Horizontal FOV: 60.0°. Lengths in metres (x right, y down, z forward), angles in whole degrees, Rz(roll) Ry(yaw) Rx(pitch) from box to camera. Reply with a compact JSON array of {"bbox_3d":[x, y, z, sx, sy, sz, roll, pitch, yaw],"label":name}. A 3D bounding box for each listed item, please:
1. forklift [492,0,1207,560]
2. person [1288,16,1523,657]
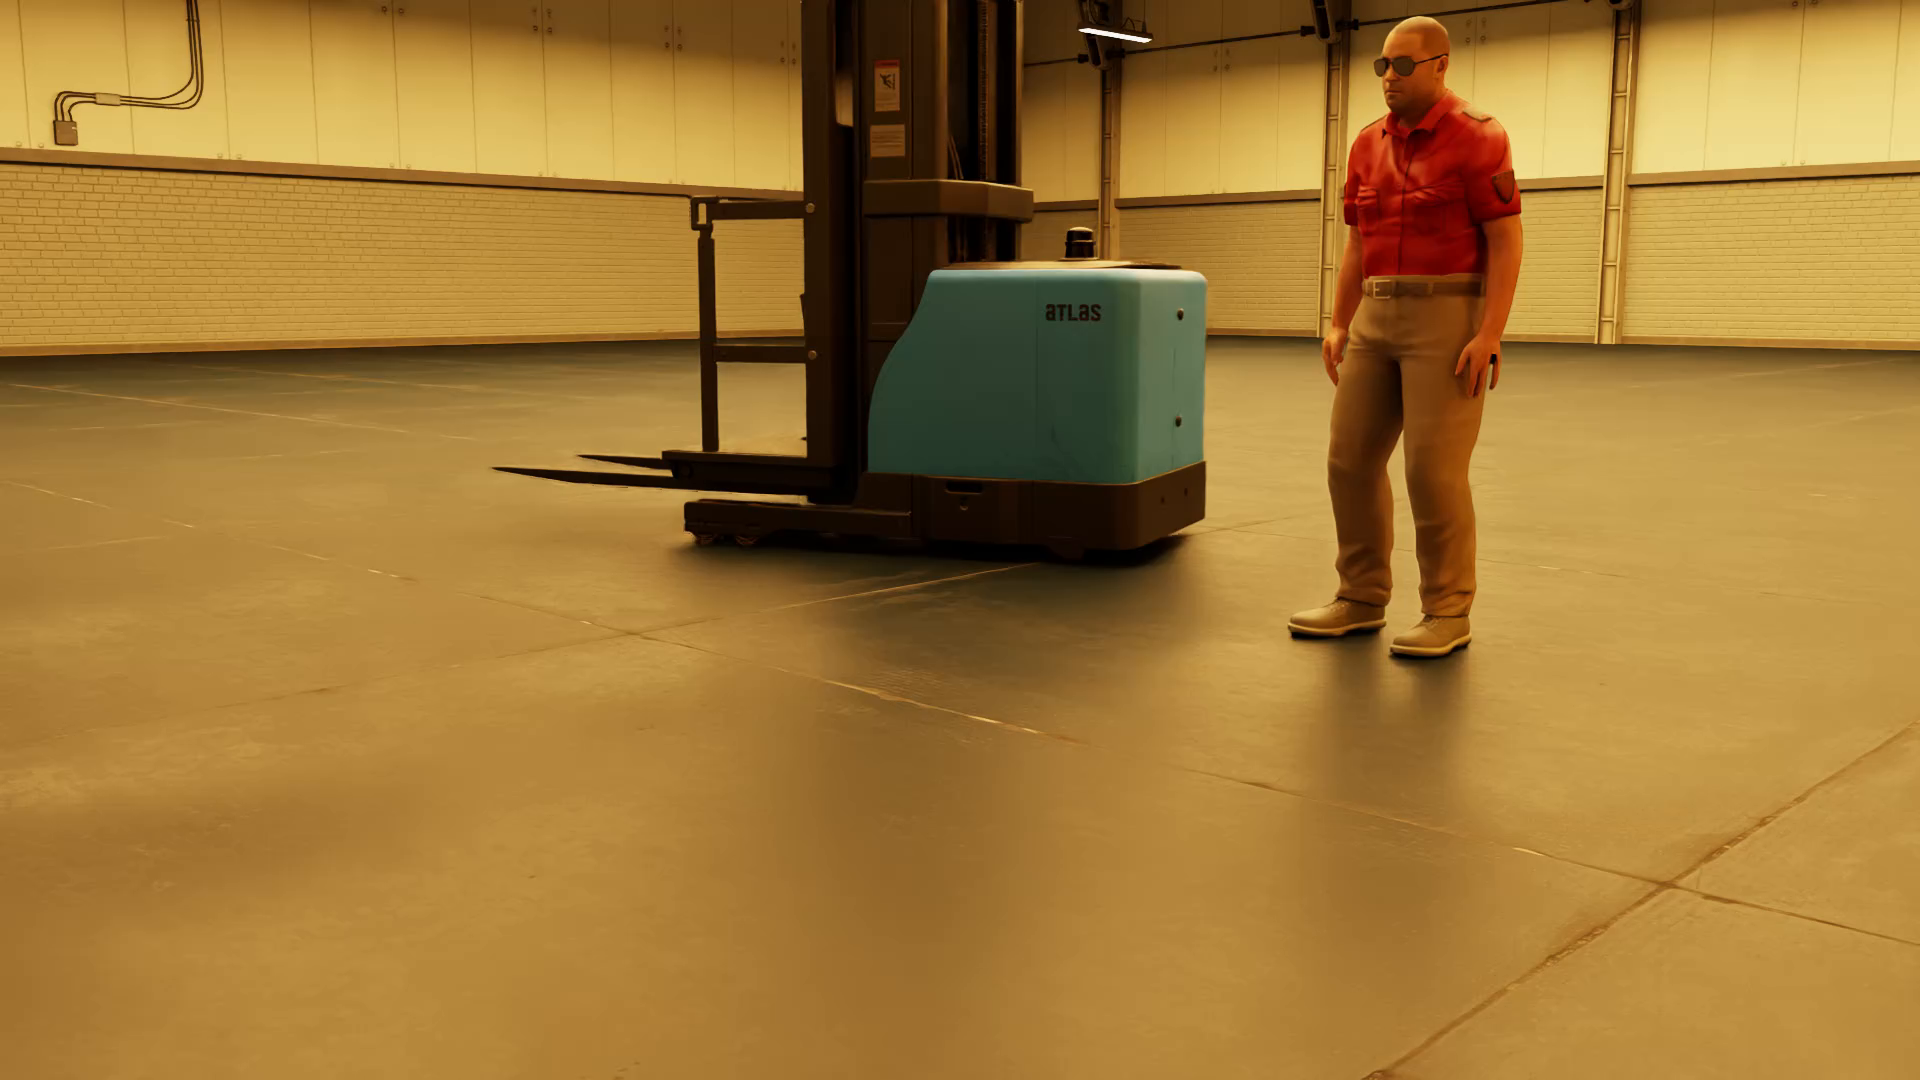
[{"bbox_3d":[-0.552,-1.500,6.834,3.031,2.935,1.130,4,9,24],"label":"forklift"},{"bbox_3d":[1.264,-0.562,4.652,0.399,1.725,0.591,-6,11,-35],"label":"person"}]
